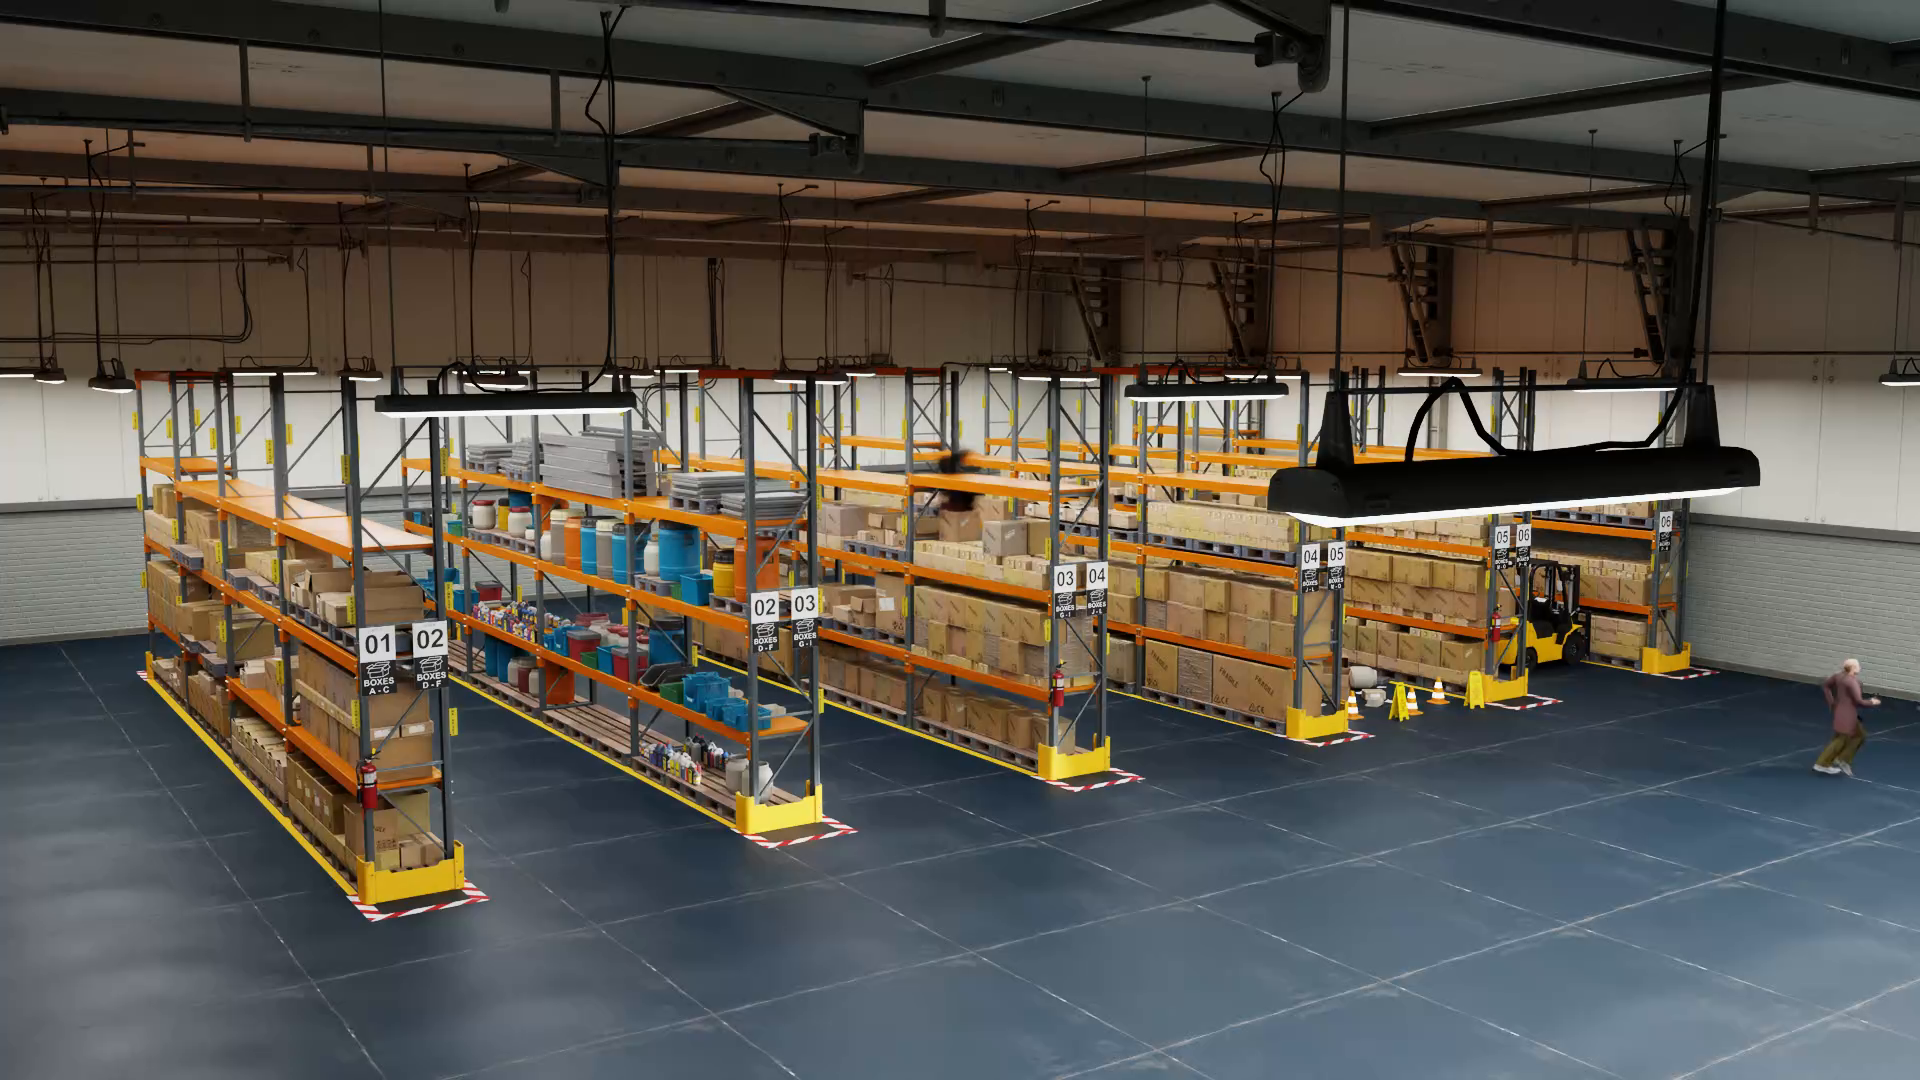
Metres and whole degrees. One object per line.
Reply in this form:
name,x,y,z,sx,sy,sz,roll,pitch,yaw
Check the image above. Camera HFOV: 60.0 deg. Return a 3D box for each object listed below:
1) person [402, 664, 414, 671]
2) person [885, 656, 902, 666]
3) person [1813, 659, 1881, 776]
person,-9.586,2.249,28.514,0.681,1.721,0.593,-6,9,-42
person,-1.246,1.835,32.824,0.498,1.638,0.782,-6,9,-44
person,13.245,2.666,24.824,0.877,1.795,0.668,1,7,12
